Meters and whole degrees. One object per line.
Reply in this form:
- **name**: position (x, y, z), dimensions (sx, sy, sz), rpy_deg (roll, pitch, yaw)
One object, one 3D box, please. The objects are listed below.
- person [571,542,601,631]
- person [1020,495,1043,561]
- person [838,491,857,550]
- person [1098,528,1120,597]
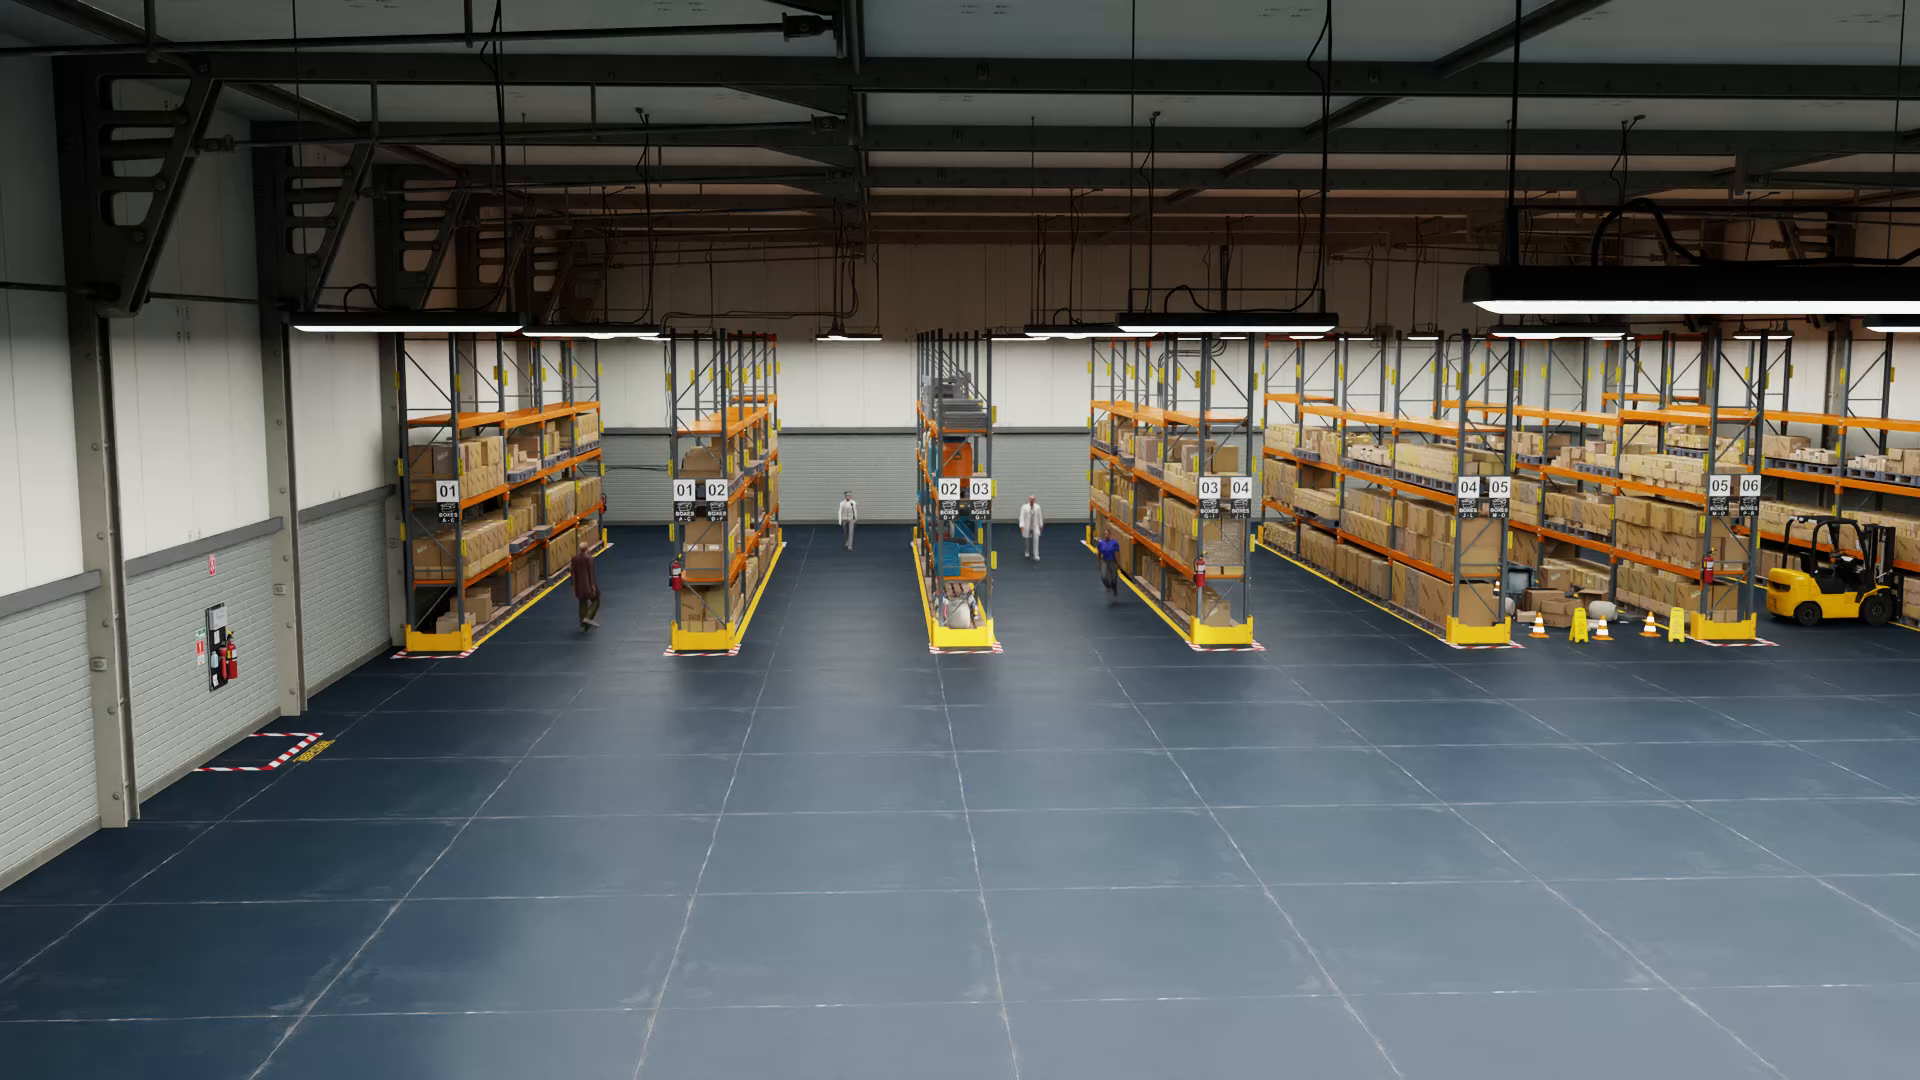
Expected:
- **person**: position (-7.497, 0.931, 33.194), dimensions (0.628, 1.769, 0.571), rpy_deg (1, 7, 9)
- **person**: position (1.902, -0.340, 44.079), dimensions (0.664, 1.717, 1.170), rpy_deg (-1, 7, -6)
- **person**: position (-3.135, -0.572, 46.400), dimensions (0.513, 1.605, 1.034), rpy_deg (0, 7, -1)
- **person**: position (3.281, 0.519, 36.610), dimensions (0.504, 1.560, 0.720), rpy_deg (1, 7, 11)
